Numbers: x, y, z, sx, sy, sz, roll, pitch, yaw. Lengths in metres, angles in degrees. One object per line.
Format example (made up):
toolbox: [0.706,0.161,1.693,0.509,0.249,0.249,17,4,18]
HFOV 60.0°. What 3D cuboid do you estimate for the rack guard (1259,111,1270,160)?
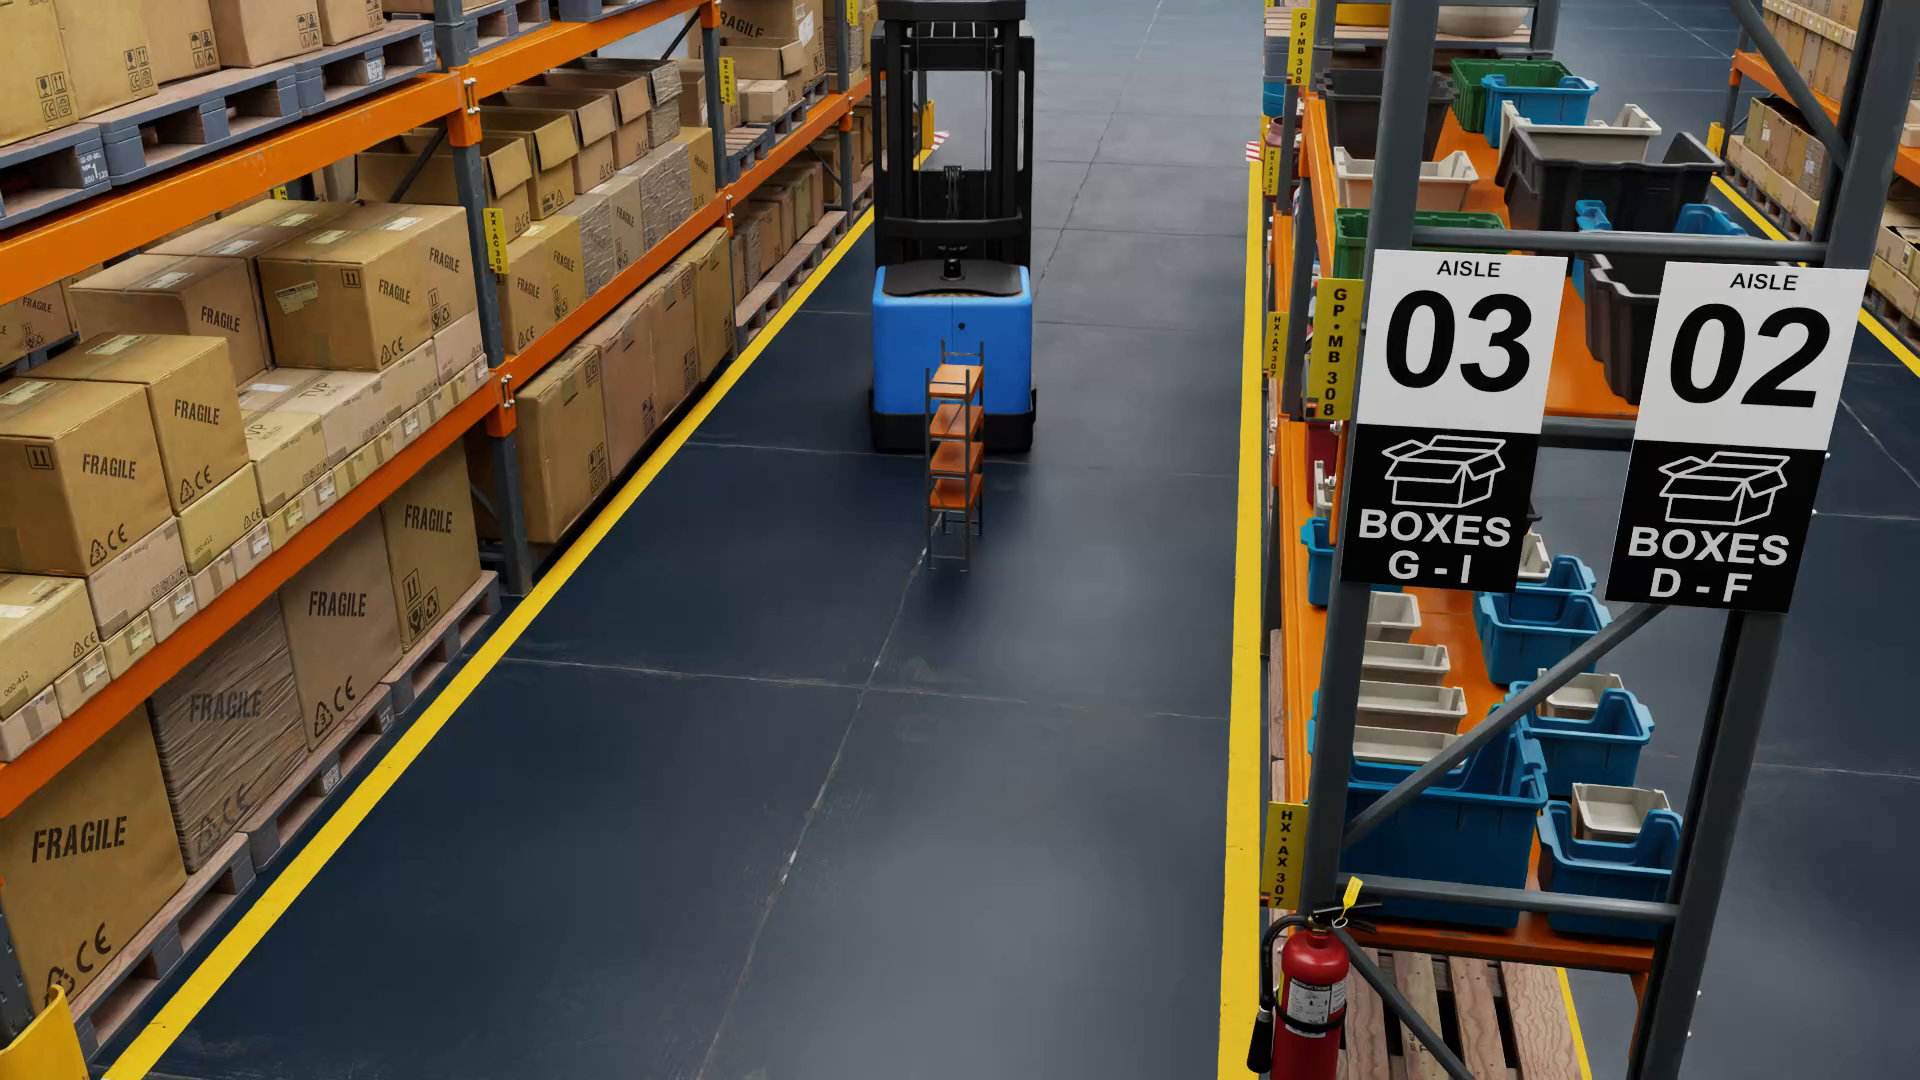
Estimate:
rack guard: [4.027,-4.604,18.997,1.175,0.500,0.348,4,25,9]

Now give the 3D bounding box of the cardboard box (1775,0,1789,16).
cardboard box: [8.520,-5.402,16.869,0.380,0.149,0.250,4,25,9]

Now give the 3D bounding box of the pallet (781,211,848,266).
pallet: [-1.673,-2.853,15.596,1.003,0.211,1.213,4,25,9]

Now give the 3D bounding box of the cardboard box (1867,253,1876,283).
cardboard box: [7.830,-2.333,13.945,0.500,0.250,0.500,5,25,10]

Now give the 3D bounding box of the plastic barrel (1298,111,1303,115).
plastic barrel: [2.643,-2.921,12.321,0.421,0.512,0.421,0,25,0]

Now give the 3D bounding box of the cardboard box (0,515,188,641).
cardboard box: [-3.085,0.111,5.802,0.500,0.250,0.500,4,25,8]

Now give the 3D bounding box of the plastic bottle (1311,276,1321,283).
plastic bottle: [1.941,-1.304,9.143,0.152,0.276,0.135,4,25,9]

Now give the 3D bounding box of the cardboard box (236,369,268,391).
cardboard box: [-3.355,-0.559,7.233,0.500,0.250,0.500,5,25,10]

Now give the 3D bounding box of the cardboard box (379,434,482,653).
cardboard box: [-3.042,-0.053,8.336,0.875,0.875,0.875,4,25,9]

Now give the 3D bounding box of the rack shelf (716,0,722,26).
rack shelf: [-1.874,-4.638,13.430,1.077,0.370,4.000,4,25,9]

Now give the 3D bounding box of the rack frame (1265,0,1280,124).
rack frame: [3.993,-5.771,18.542,1.000,3.000,0.127,4,25,9]

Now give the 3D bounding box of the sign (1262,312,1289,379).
sign: [1.489,-0.917,7.844,0.100,0.325,0.005,4,25,9]

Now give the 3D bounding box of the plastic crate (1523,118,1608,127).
plastic crate: [2.199,-1.433,6.047,0.293,0.136,0.466,4,25,9]

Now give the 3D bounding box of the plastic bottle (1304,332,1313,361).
plastic bottle: [1.777,-0.884,8.246,0.152,0.276,0.135,4,25,9]

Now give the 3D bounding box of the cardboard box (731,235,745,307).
cardboard box: [-2.111,-2.117,13.165,0.700,0.500,0.500,3,25,6]

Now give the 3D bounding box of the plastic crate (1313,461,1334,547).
plastic crate: [1.600,-0.100,6.495,0.437,0.282,0.530,4,25,9]

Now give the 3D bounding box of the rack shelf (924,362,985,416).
rack shelf: [-0.027,-0.830,9.181,0.258,0.148,0.480,4,25,9]

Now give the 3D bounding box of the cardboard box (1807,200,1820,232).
cardboard box: [8.085,-2.908,15.172,0.500,0.250,0.500,4,25,9]

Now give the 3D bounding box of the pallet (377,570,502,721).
pallet: [-3.056,0.480,8.476,1.003,0.211,1.213,4,25,9]

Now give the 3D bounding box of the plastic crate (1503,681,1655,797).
plastic crate: [1.851,0.613,5.028,0.416,0.233,0.300,4,25,9]

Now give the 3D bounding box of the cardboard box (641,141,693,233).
cardboard box: [-2.124,-2.382,11.183,0.500,0.500,0.500,4,25,8]

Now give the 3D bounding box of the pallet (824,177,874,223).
pallet: [-1.472,-3.462,16.897,1.003,0.211,1.213,4,25,9]

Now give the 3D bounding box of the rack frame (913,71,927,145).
rack frame: [-0.894,-6.115,19.275,1.000,3.000,0.127,4,25,9]

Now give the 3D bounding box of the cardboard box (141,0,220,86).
cardboard box: [-3.241,-1.970,6.151,0.700,0.500,0.500,5,26,11]

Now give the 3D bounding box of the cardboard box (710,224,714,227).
cardboard box: [-2.121,-2.458,13.007,0.500,0.250,0.500,5,26,11]

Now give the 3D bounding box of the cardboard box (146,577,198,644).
cardboard box: [-3.001,0.242,5.992,0.380,0.149,0.250,4,25,8]

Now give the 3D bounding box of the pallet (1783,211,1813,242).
pallet: [8.397,-2.821,15.527,1.003,0.211,1.213,4,25,9]

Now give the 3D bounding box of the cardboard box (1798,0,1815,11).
cardboard box: [8.619,-5.412,16.125,0.700,0.500,0.500,4,25,9]

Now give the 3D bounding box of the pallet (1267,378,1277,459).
pallet: [2.598,-0.830,11.274,1.003,0.211,1.213,4,25,9]

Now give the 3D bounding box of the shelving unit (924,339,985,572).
shelving unit: [-0.027,-0.474,9.348,0.258,1.200,0.503,4,25,9]

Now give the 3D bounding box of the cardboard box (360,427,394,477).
cardboard box: [-2.749,-0.401,7.365,0.380,0.149,0.250,4,25,10]

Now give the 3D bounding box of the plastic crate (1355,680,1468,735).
plastic crate: [1.394,0.539,5.301,0.396,0.136,0.243,4,25,9]

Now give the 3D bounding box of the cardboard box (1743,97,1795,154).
cardboard box: [8.492,-4.293,17.247,0.500,0.500,0.500,4,25,9]

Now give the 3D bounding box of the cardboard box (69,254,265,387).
cardboard box: [-3.354,-0.896,7.068,0.500,0.500,0.500,3,25,7]

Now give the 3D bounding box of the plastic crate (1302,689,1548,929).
plastic crate: [1.248,0.724,4.552,0.616,0.435,0.499,4,25,9]

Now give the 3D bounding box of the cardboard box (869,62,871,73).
cardboard box: [-1.035,-4.814,16.793,0.380,0.149,0.250,4,25,9]

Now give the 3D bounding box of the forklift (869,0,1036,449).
forklift: [-0.051,-2.499,11.632,1.130,2.935,3.031,0,25,0]

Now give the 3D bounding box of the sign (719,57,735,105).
sign: [-1.653,-3.256,11.802,0.100,0.325,0.005,4,25,9]

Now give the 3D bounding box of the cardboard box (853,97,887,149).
cardboard box: [-1.076,-4.660,18.621,0.500,0.500,0.500,11,27,22]

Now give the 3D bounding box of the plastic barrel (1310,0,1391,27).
plastic barrel: [1.981,-2.782,7.900,0.600,0.588,0.600,0,25,0]

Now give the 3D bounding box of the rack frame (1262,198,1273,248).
rack frame: [3.339,-4.098,14.968,1.000,3.000,0.127,4,25,9]

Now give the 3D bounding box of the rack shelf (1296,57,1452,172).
rack shelf: [2.358,-2.622,9.123,1.077,0.370,4.000,4,25,9]

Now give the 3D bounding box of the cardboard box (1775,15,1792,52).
cardboard box: [8.709,-5.058,16.899,0.700,0.500,0.500,5,25,10]

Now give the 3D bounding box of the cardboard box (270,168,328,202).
cardboard box: [-6.598,-3.330,15.484,1.050,0.750,0.750,4,25,9]

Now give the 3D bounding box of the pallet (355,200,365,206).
pallet: [-6.476,-3.237,16.416,1.003,0.211,1.213,4,25,9]

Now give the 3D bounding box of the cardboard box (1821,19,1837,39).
cardboard box: [8.267,-4.752,15.481,0.380,0.149,0.250,5,25,10]

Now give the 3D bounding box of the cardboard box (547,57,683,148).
cardboard box: [-2.337,-2.964,11.242,0.797,0.503,0.637,5,26,10]

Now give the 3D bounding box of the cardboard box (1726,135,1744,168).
cardboard box: [8.572,-4.163,17.853,0.500,0.250,0.500,4,25,9]

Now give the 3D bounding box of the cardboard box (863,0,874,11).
cardboard box: [-1.143,-5.454,16.216,0.500,0.500,0.500,4,25,9]

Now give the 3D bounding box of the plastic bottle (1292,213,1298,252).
plastic bottle: [2.153,-1.968,10.553,0.061,0.283,0.133,4,25,9]
